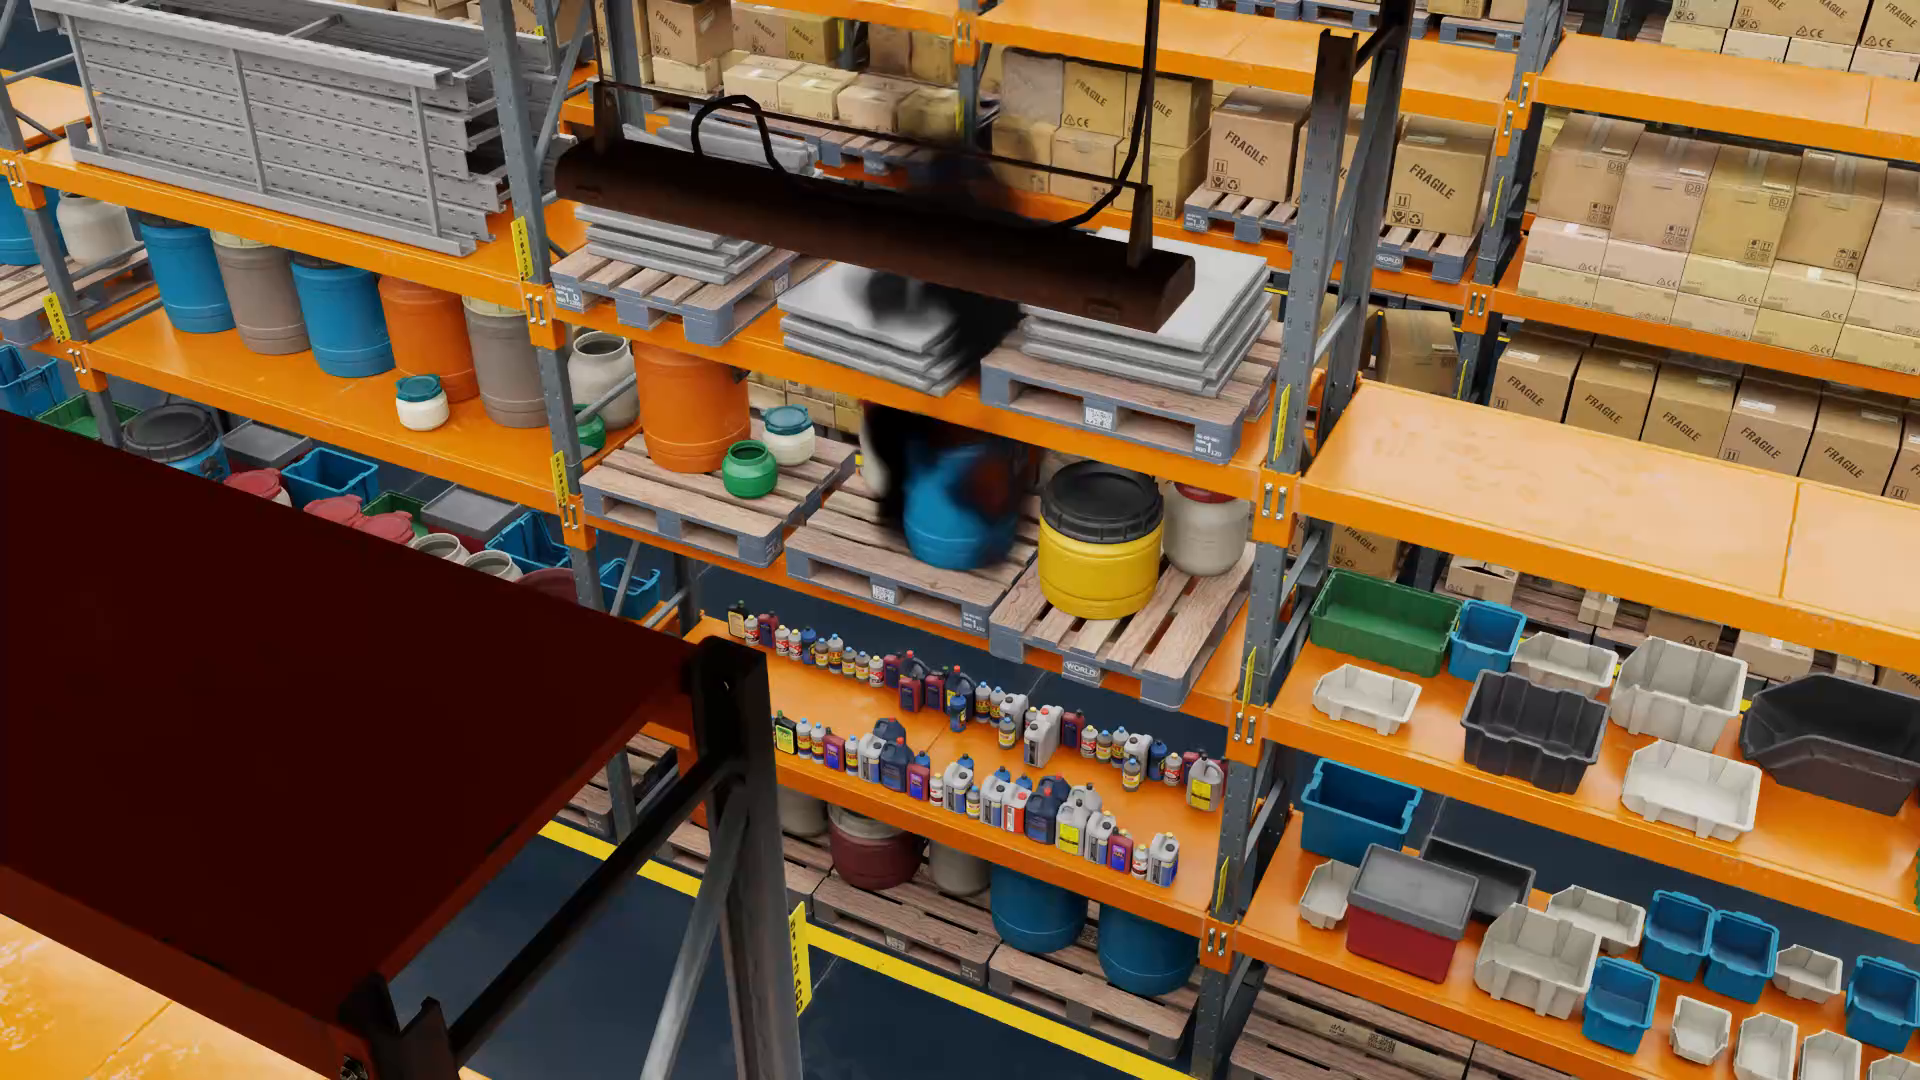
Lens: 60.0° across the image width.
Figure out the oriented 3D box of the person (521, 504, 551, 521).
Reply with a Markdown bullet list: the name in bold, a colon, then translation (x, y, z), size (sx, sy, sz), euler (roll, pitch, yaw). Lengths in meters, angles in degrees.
- **person**: translation (-3.270, -0.240, 12.794), size (0.834, 1.622, 0.588), euler (15, 38, 20)
